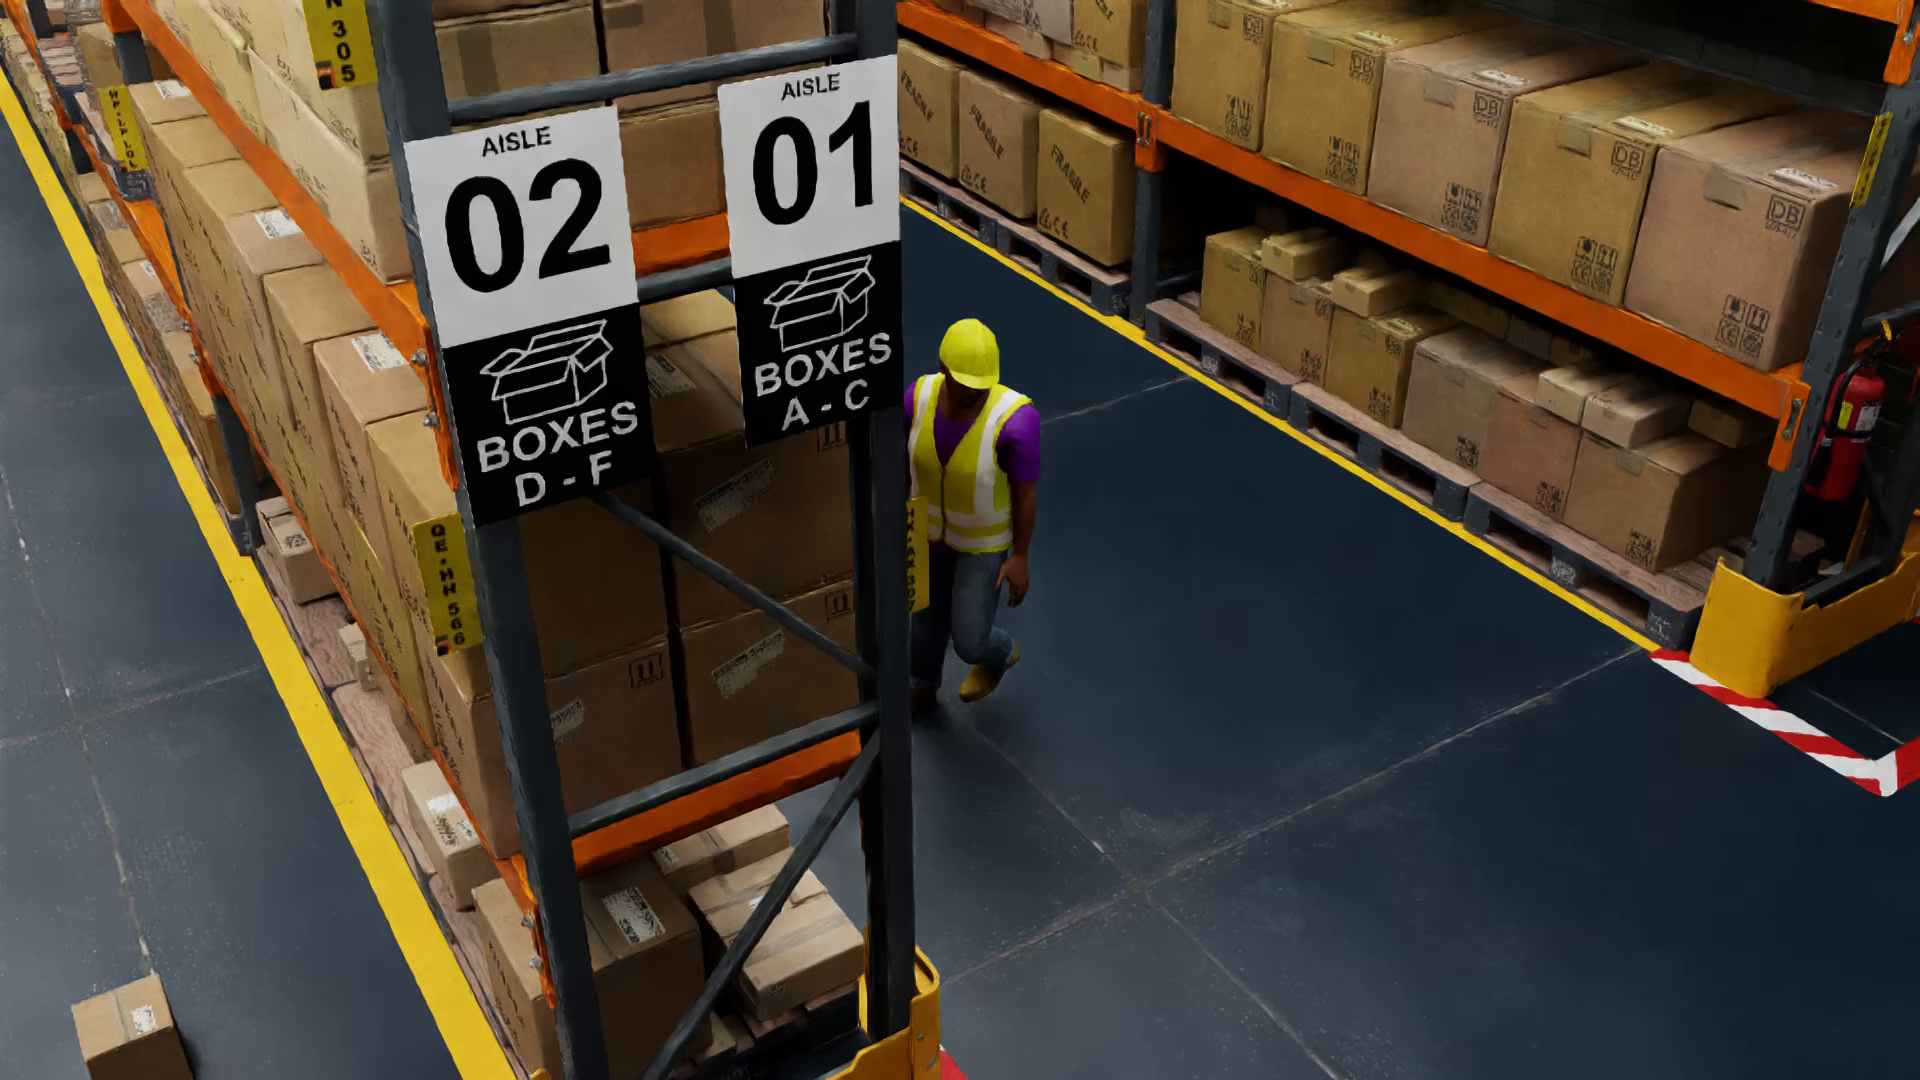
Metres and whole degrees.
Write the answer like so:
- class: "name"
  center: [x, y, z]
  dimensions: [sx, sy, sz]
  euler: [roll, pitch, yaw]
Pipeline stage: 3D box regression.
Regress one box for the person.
- class: "person"
  center: [0.023, -0.042, 6.171]
  dimensions: [0.635, 1.753, 0.494]
  euler: [18, 36, 26]
